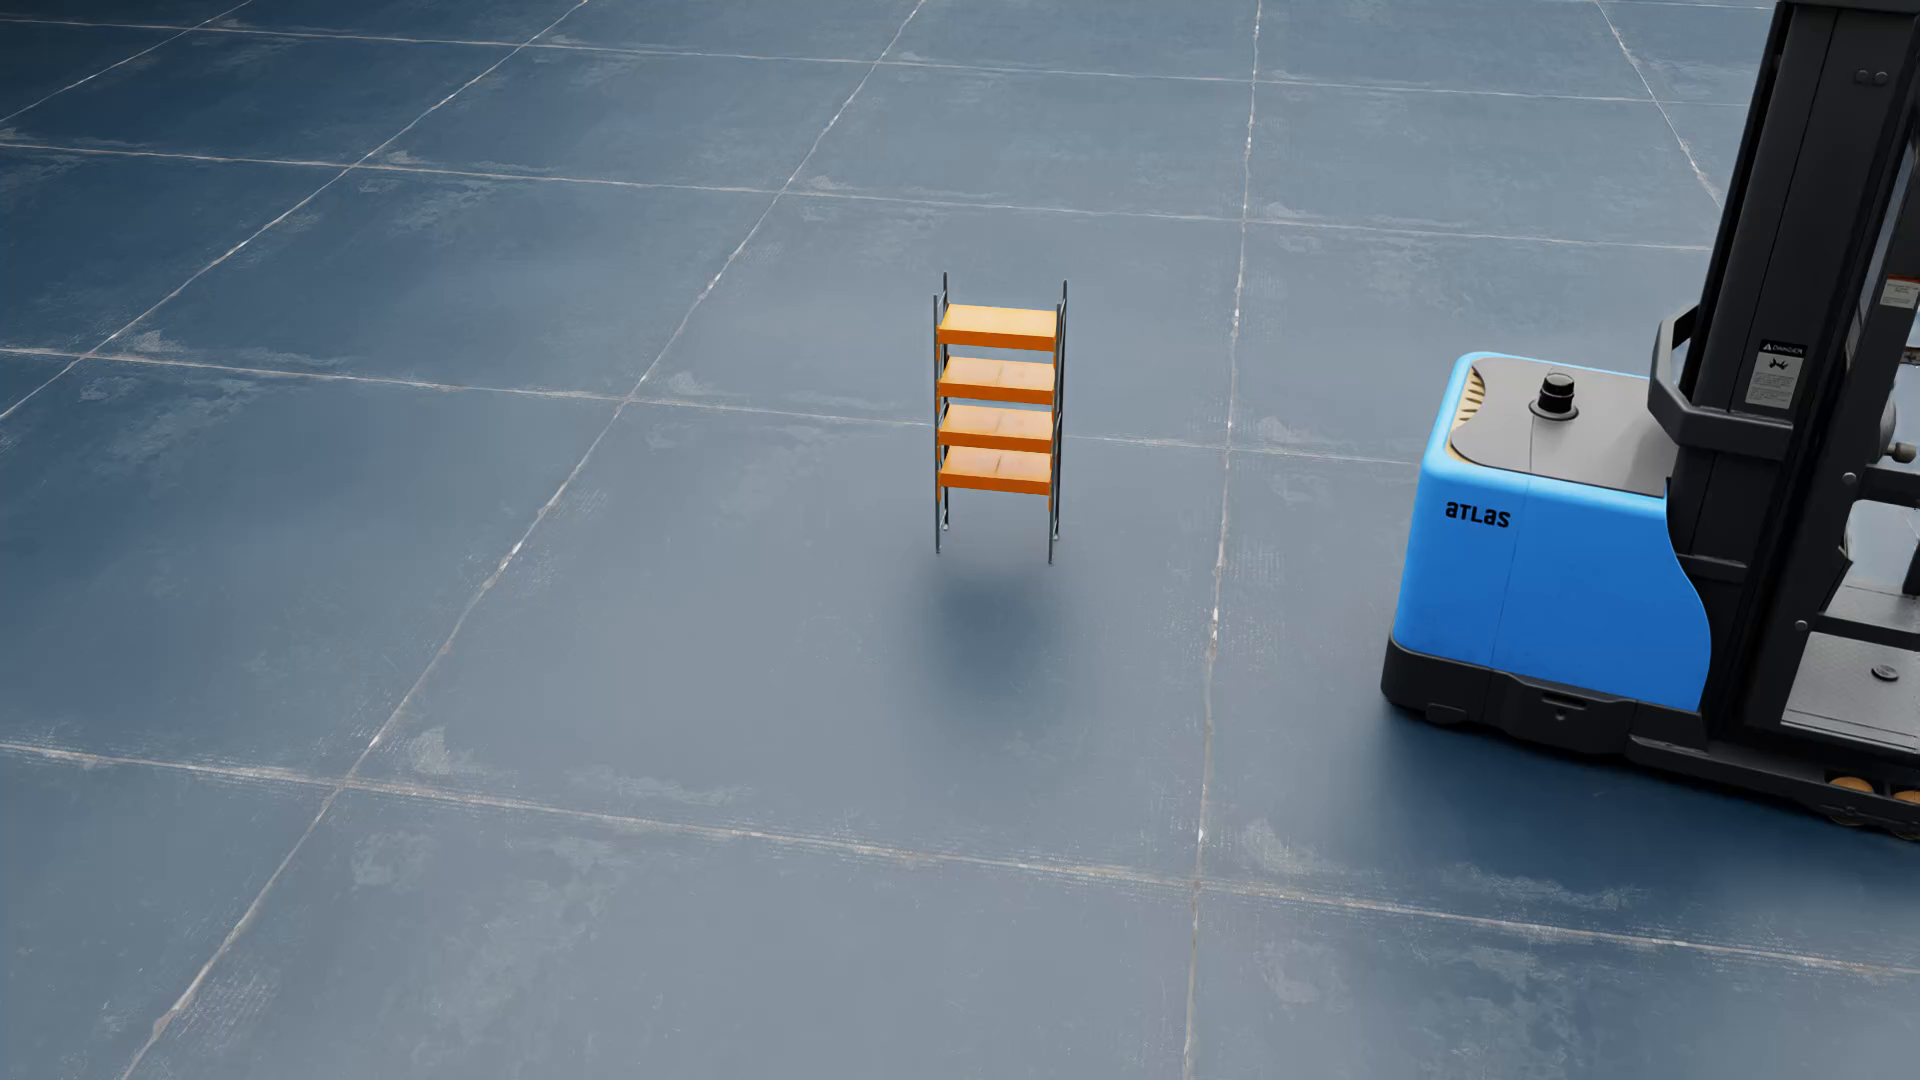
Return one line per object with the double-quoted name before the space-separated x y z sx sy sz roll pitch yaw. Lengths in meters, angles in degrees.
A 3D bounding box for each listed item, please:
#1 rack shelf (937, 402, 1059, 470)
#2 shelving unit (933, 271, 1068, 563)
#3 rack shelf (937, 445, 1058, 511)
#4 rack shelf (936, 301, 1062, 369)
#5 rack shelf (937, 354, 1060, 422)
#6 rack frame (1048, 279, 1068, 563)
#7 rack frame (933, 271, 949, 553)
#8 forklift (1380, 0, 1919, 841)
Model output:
"rack shelf" 0.163 -0.437 6.944 0.480 0.148 0.258 5 32 8
"shelving unit" 0.163 -0.494 6.908 0.503 1.200 0.258 5 32 8
"rack shelf" 0.163 -0.268 7.049 0.480 0.148 0.258 5 32 8
"rack shelf" 0.163 -0.827 6.700 0.480 0.148 0.258 5 32 8
"rack shelf" 0.163 -0.626 6.825 0.480 0.148 0.258 5 32 8
"rack frame" 0.404 -0.472 6.873 0.015 1.200 0.240 5 32 8
"rack frame" -0.077 -0.516 6.943 0.015 1.200 0.240 5 32 8
"forklift" 3.143 -0.547 5.362 3.031 2.935 1.130 12 34 18
